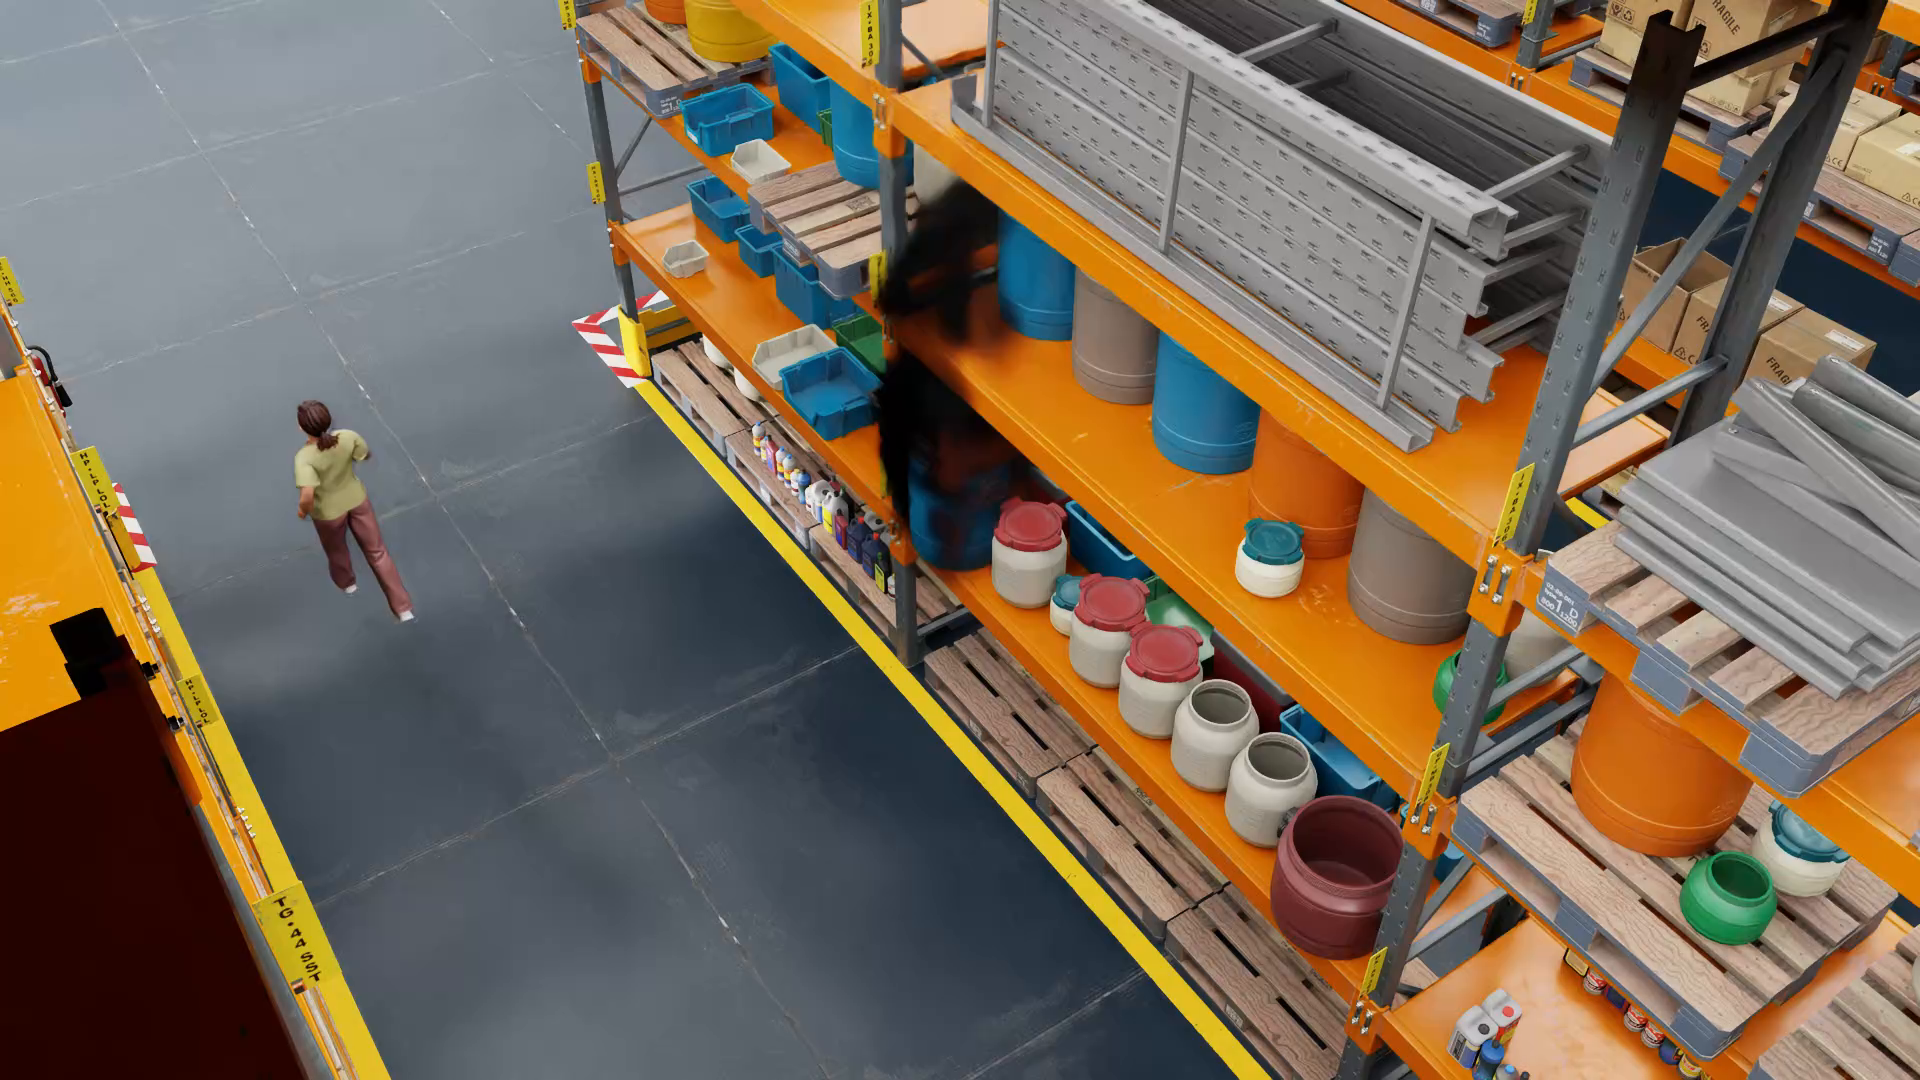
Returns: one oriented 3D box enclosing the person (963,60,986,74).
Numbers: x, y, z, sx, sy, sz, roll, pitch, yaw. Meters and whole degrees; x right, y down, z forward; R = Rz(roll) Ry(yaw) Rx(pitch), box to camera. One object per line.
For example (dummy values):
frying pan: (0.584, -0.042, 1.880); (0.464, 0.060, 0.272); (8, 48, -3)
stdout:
person: (0.329, -4.857, 15.904); (0.992, 1.632, 0.623); (-12, 44, -13)

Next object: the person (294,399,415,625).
person: (-3.827, -0.187, 10.292); (0.574, 1.704, 0.905); (-32, 52, -30)
